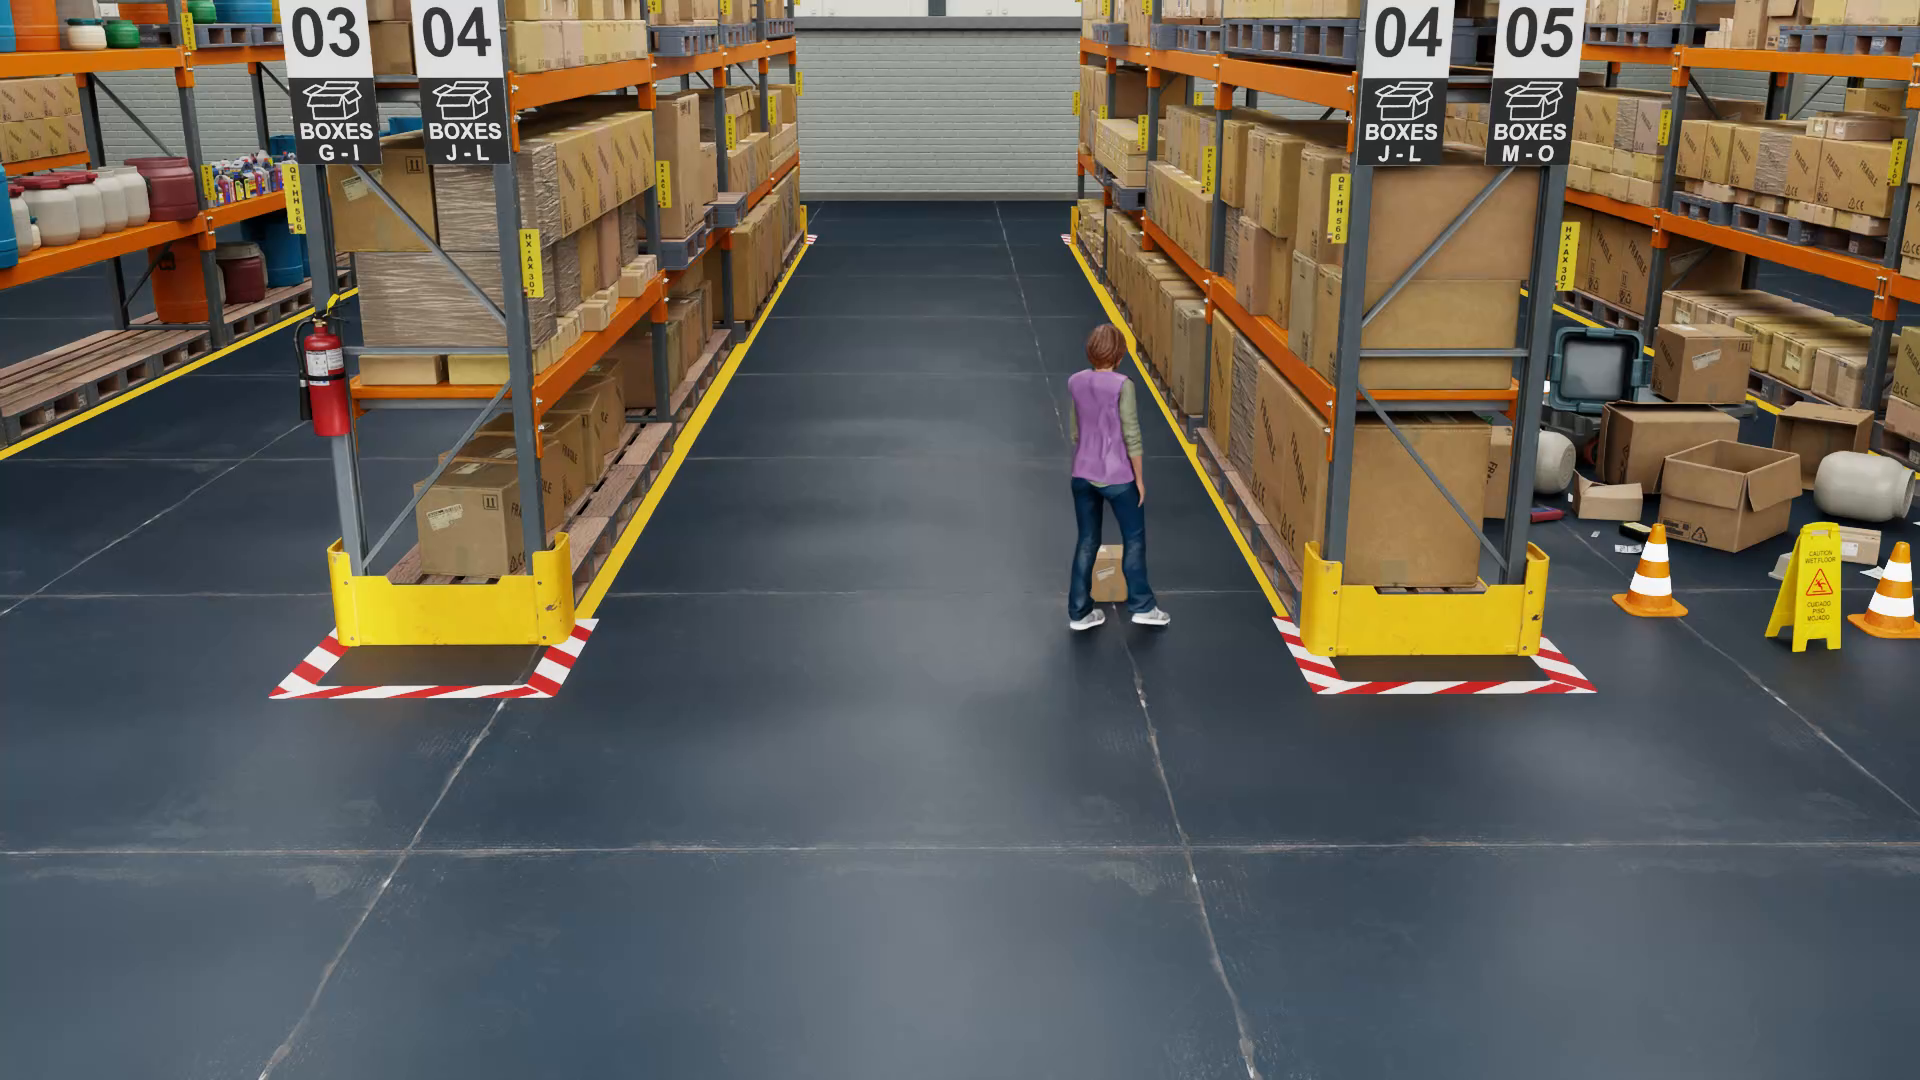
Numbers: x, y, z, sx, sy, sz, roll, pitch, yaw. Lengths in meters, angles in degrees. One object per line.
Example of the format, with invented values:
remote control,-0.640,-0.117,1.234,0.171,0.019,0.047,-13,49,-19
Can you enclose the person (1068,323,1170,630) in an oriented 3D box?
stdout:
person,0.793,-0.311,8.534,0.473,1.610,0.518,12,21,33
